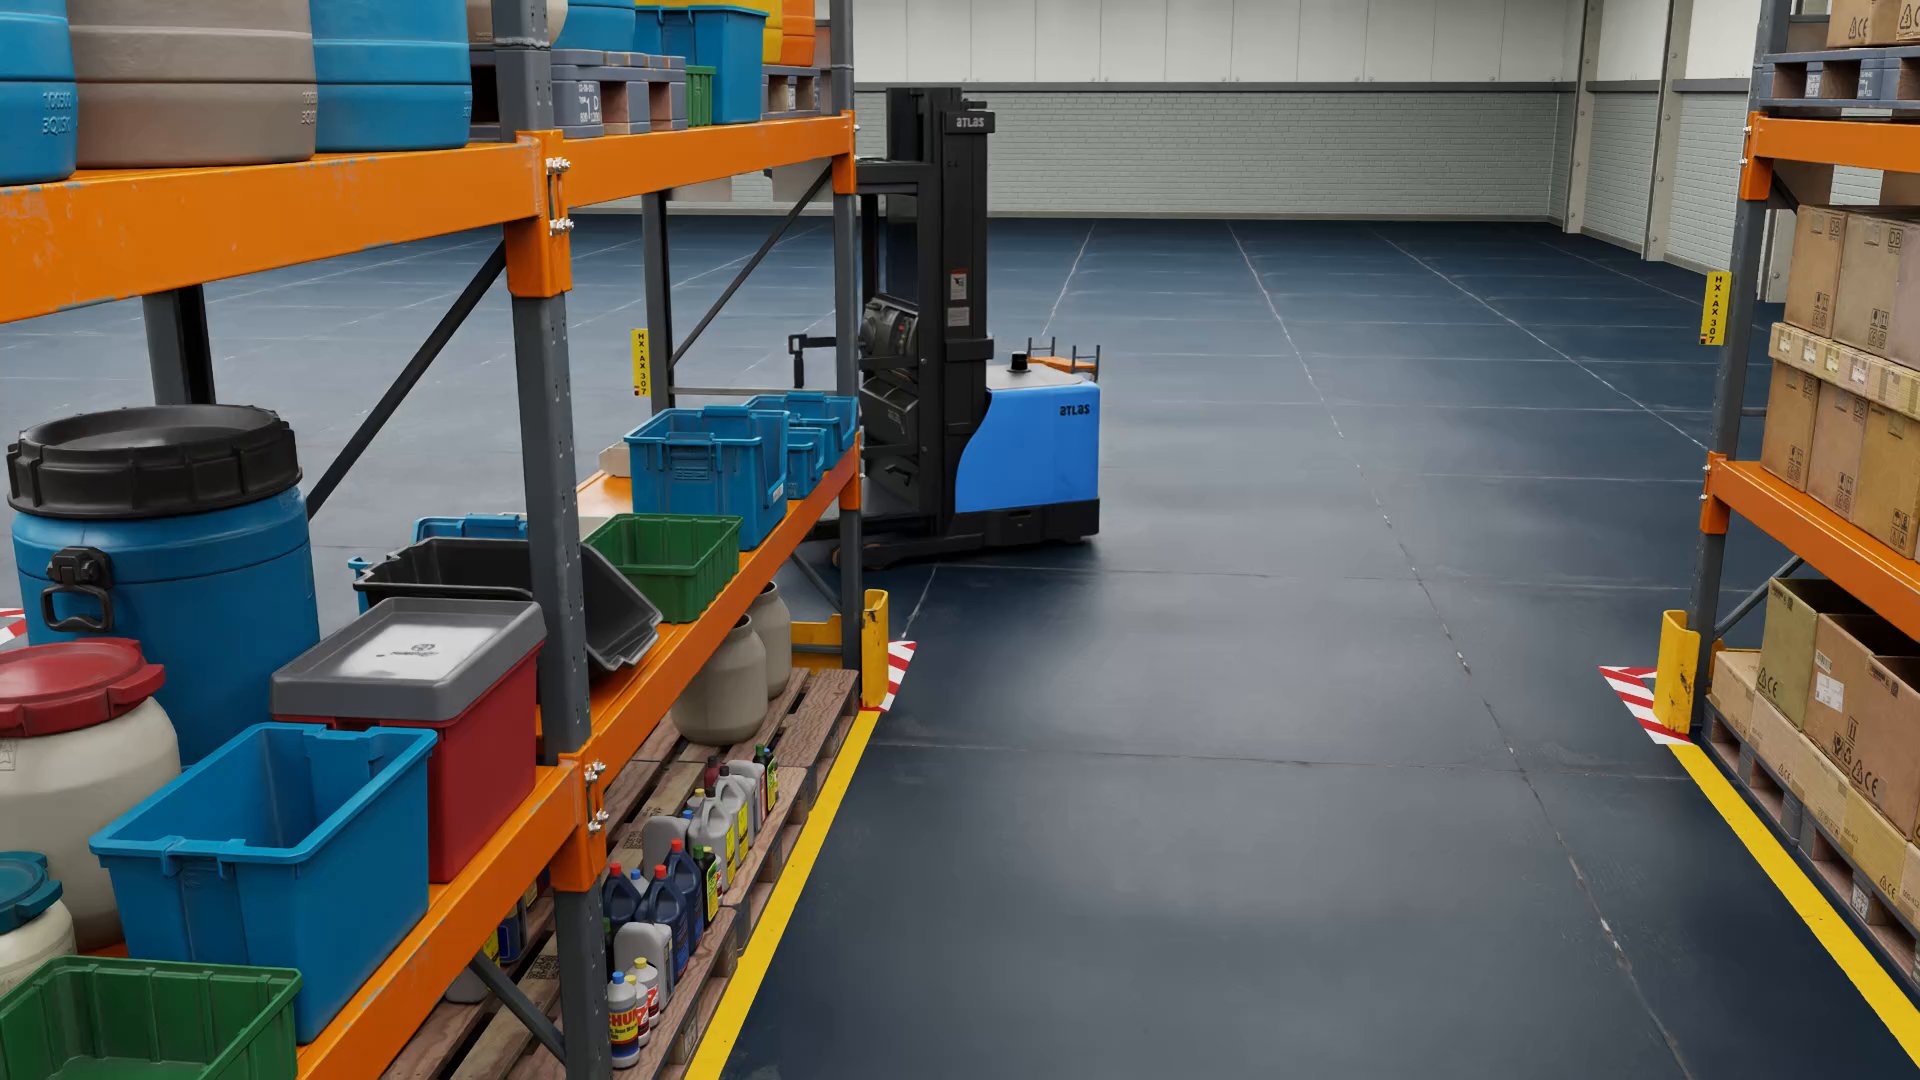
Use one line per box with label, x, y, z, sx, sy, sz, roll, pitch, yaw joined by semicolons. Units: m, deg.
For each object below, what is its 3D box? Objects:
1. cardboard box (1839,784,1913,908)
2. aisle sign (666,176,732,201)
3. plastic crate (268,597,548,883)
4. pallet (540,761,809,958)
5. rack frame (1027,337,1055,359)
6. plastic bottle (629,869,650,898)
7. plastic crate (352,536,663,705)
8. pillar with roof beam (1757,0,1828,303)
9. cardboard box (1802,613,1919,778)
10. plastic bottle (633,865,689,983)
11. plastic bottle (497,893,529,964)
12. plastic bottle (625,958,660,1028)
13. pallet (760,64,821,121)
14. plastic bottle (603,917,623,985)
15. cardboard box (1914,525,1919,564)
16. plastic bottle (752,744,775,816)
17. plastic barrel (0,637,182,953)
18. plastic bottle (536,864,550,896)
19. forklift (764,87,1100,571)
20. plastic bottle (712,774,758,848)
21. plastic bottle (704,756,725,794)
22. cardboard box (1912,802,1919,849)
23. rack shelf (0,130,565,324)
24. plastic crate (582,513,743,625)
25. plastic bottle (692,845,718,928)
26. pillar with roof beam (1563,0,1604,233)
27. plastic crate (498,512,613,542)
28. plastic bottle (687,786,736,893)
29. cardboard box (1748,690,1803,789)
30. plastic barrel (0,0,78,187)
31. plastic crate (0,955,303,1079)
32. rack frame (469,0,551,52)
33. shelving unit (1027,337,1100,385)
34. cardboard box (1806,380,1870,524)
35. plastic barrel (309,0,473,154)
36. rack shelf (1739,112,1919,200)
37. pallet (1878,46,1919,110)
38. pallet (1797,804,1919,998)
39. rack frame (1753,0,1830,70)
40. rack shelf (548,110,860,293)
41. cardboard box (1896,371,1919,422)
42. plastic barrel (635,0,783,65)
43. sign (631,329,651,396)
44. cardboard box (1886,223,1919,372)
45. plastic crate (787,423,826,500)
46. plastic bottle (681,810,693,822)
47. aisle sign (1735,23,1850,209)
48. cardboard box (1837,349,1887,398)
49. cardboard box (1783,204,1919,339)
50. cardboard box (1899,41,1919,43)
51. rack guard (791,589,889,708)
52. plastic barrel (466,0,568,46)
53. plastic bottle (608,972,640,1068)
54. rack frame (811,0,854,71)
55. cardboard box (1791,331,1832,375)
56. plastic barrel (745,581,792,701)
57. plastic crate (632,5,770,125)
cardboard box;3.478;1.084;5.868;0.500;0.250;0.500;2;15;6
aisle sign;-1.274;-1.991;7.798;0.394;0.787;0.004;2;15;6
plastic crate;-1.193;0.433;3.693;0.402;0.464;0.583;2;15;6
pallet;-1.190;1.185;6.377;1.003;0.211;1.213;2;15;6
rack frame;0.559;-0.871;12.057;0.240;1.200;0.015;-7;16;-36
plastic bottle;-1.043;1.195;5.379;0.097;0.271;0.097;0;15;0
plastic crate;-1.257;0.227;4.696;0.767;0.338;0.504;2;15;6
pillar with roof beam;7.387;-7.901;23.142;9.100;9.000;0.400;2;15;6
cardboard box;3.550;0.593;6.248;0.500;0.500;0.500;2;15;6
plastic bottle;-0.939;1.198;5.217;0.144;0.351;0.185;2;15;8
plastic bottle;-1.485;1.204;5.339;0.152;0.276;0.135;2;15;6
plastic bottle;-0.948;1.345;4.960;0.097;0.201;0.097;0;15;0
pallet;-1.182;-1.854;6.886;1.003;0.211;1.213;2;15;6
plastic bottle;-1.068;1.270;5.079;0.061;0.283;0.133;2;15;6
cardboard box;3.693;-0.088;5.548;0.700;0.500;0.500;2;15;8
plastic bottle;-0.758;0.910;6.410;0.061;0.283;0.133;2;15;8
plastic barrel;-1.768;0.505;3.288;0.433;0.535;0.433;0;15;0
plastic bottle;-1.470;1.080;5.784;0.061;0.283;0.133;2;15;6
forklift;-0.638;-1.365;10.594;3.031;2.935;1.130;-6;16;-21
plastic bottle;-0.834;0.984;6.153;0.152;0.276;0.135;1;15;5
plastic bottle;-0.924;0.941;6.296;0.061;0.283;0.133;2;15;6
cardboard box;3.434;0.852;5.289;0.500;0.500;0.500;2;15;6
rack shelf;-1.668;-0.253;1.983;1.077;0.370;4.000;2;15;6
plastic crate;-1.009;0.087;5.498;0.450;0.188;0.662;2;15;6
plastic bottle;-0.858;1.140;5.560;0.061;0.283;0.133;2;15;9
pillar with roof beam;8.741;-11.013;34.652;9.100;9.000;0.400;2;15;6
plastic crate;-1.511;0.028;5.819;0.530;0.136;0.437;2;15;6
plastic bottle;-0.870;1.039;5.806;0.144;0.351;0.185;2;15;6
cardboard box;3.596;0.825;6.827;0.500;0.250;0.500;2;15;6
plastic barrel;-1.432;-0.884;1.976;0.600;0.901;0.708;2;15;6
plastic crate;-1.359;0.891;2.526;0.450;0.188;0.662;2;15;6
rack frame;-1.443;-2.567;3.416;1.000;3.000;0.127;2;15;6
shelving unit;0.704;-0.820;11.868;0.258;1.200;0.503;-7;16;-36
cardboard box;3.810;-0.353;6.529;0.700;0.500;0.500;2;15;8
plastic barrel;-1.284;-1.223;3.231;0.600;0.901;0.708;2;15;6
rack shelf;3.704;-1.144;5.277;1.077;0.370;4.000;2;15;6
pallet;3.689;-1.467;5.264;1.003;0.211;1.213;2;15;6
pallet;3.745;1.299;5.952;1.003;0.211;1.213;2;15;6
rack frame;3.930;-3.458;6.710;1.000;3.000;0.127;2;15;6
rack shelf;-1.217;-1.291;5.820;1.077;0.370;4.000;2;15;6
cardboard box;3.528;-0.494;5.807;0.380;0.149;0.250;2;15;6
plastic barrel;-0.994;-2.151;6.458;0.600;0.588;0.600;0;15;0
sign;-1.537;-0.860;8.064;0.100;0.325;0.005;2;15;6
cardboard box;3.749;-0.835;5.825;0.700;0.500;0.500;2;15;6
plastic crate;-0.829;-0.330;6.921;0.499;0.251;0.408;2;15;6
plastic bottle;-0.974;1.071;5.975;0.097;0.201;0.097;0;15;0
aisle sign;3.633;-1.843;7.250;0.394;0.787;0.004;2;15;6
cardboard box;3.584;-0.629;6.308;0.380;0.149;0.250;1;15;5
cardboard box;3.859;-1.102;6.813;0.700;0.500;0.500;2;15;6
cardboard box;3.622;-1.859;5.952;0.380;0.149;0.250;2;15;6
rack guard;-0.953;0.519;8.284;1.175;0.500;0.348;2;15;6
plastic barrel;-1.199;-1.482;4.130;0.421;0.512;0.421;0;15;0
plastic bottle;-0.971;1.364;4.756;0.097;0.271;0.097;0;15;0
rack frame;-0.991;-3.605;7.253;1.000;3.000;0.127;2;15;6
cardboard box;3.645;-0.759;6.789;0.380;0.149;0.250;1;15;5
plastic barrel;-0.990;0.463;7.666;0.421;0.512;0.421;0;15;0
plastic crate;-0.907;-1.645;5.785;0.392;0.384;0.575;2;15;6
